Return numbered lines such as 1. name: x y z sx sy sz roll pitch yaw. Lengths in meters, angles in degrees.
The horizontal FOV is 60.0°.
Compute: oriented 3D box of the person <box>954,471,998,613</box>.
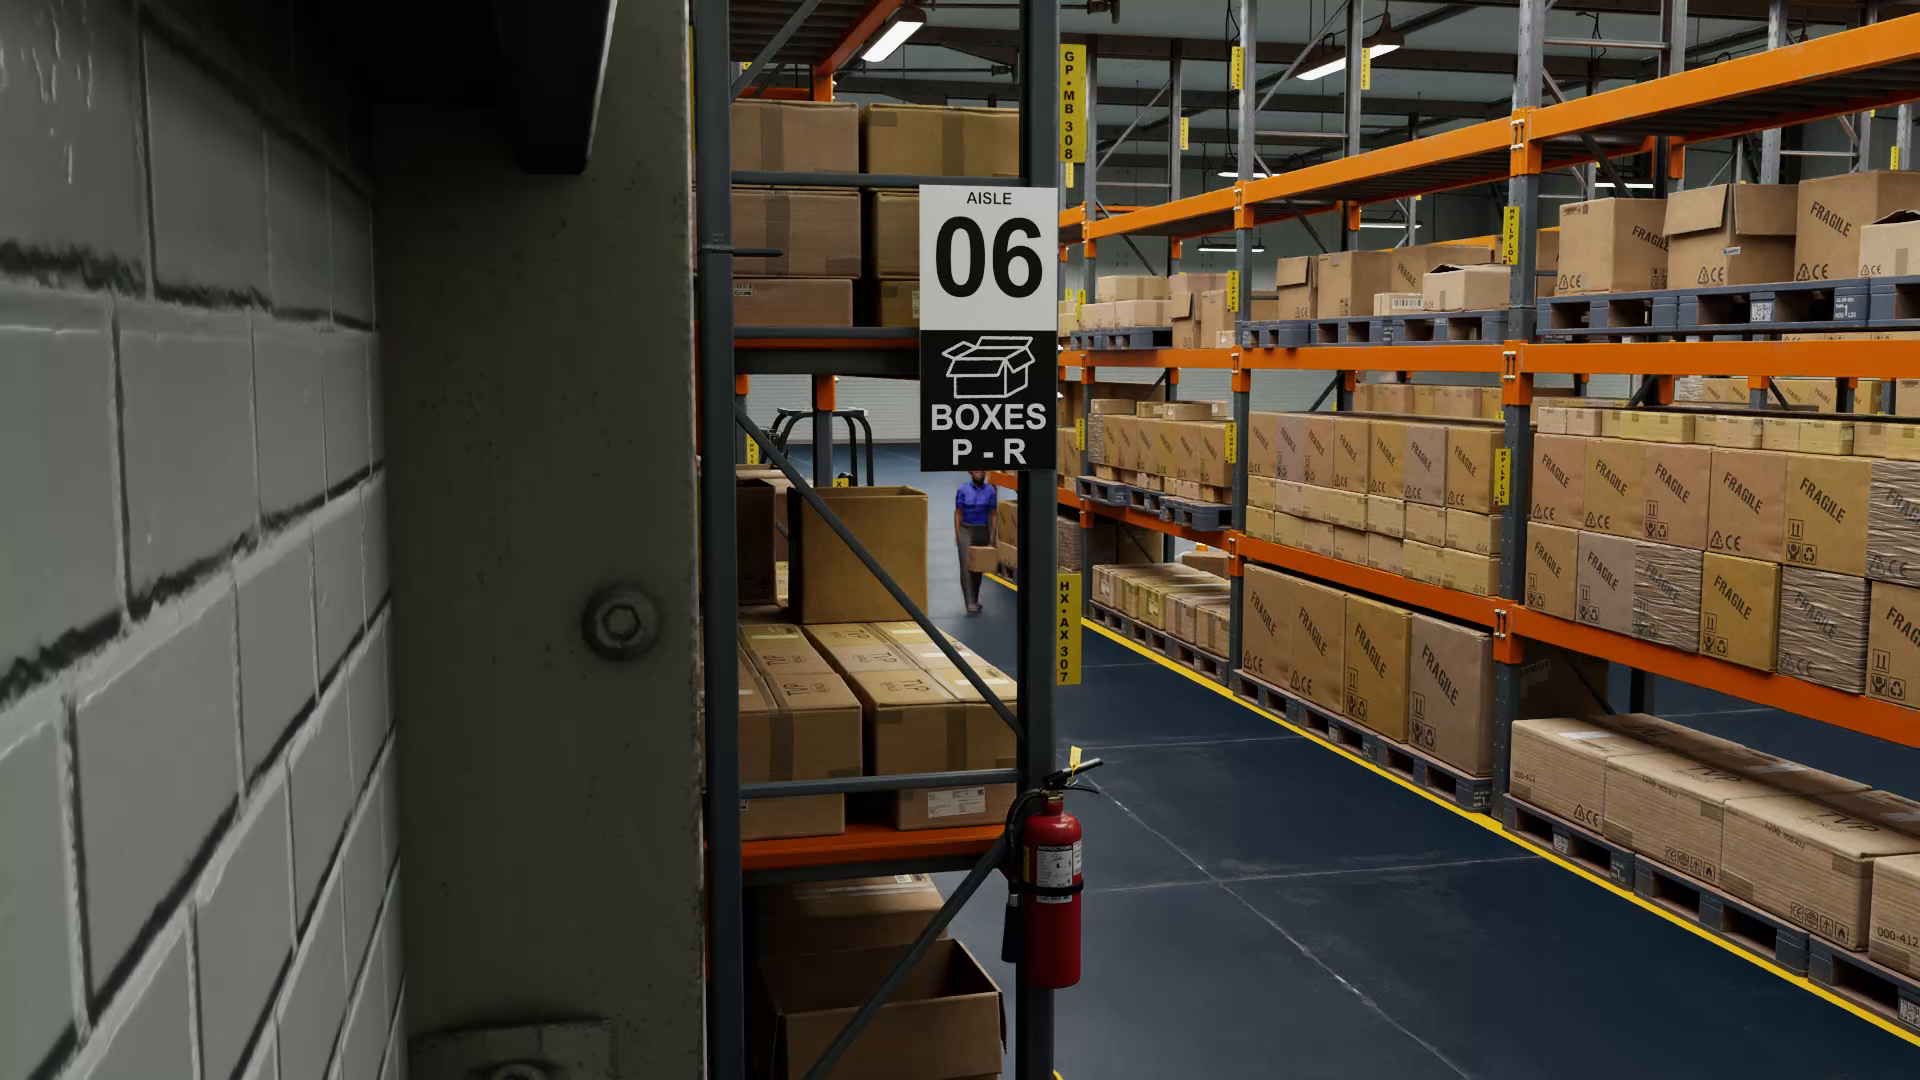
1. person: 0.199 -0.034 17.749 0.470 1.626 0.852 -2 6 -15
